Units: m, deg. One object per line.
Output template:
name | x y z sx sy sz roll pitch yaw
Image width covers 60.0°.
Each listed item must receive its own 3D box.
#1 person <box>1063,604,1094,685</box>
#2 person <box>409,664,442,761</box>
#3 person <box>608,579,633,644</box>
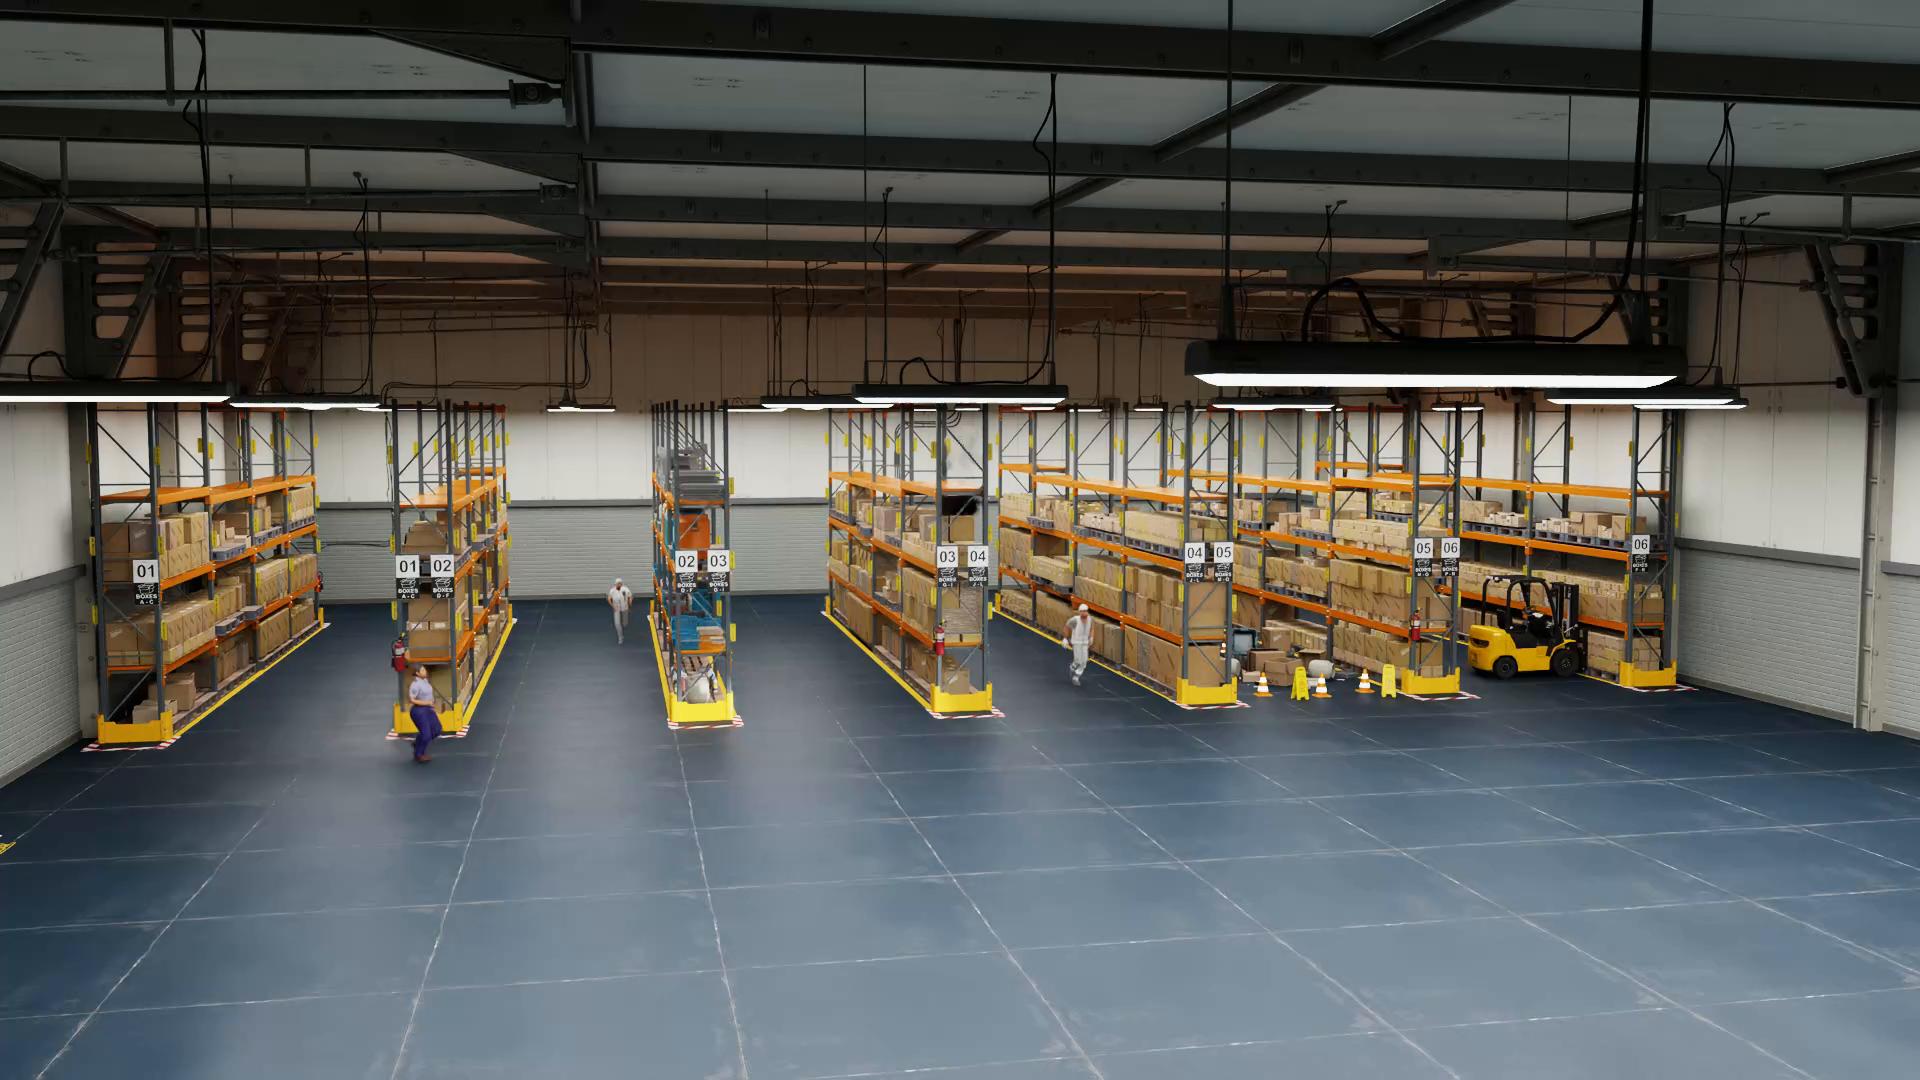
person | 2.533 2.208 35.236 0.674 1.720 0.627 -2 5 -26
person | -8.850 2.849 27.482 0.559 1.600 0.599 1 4 7
person | -8.574 1.782 41.966 0.623 1.649 0.765 -1 4 -12
